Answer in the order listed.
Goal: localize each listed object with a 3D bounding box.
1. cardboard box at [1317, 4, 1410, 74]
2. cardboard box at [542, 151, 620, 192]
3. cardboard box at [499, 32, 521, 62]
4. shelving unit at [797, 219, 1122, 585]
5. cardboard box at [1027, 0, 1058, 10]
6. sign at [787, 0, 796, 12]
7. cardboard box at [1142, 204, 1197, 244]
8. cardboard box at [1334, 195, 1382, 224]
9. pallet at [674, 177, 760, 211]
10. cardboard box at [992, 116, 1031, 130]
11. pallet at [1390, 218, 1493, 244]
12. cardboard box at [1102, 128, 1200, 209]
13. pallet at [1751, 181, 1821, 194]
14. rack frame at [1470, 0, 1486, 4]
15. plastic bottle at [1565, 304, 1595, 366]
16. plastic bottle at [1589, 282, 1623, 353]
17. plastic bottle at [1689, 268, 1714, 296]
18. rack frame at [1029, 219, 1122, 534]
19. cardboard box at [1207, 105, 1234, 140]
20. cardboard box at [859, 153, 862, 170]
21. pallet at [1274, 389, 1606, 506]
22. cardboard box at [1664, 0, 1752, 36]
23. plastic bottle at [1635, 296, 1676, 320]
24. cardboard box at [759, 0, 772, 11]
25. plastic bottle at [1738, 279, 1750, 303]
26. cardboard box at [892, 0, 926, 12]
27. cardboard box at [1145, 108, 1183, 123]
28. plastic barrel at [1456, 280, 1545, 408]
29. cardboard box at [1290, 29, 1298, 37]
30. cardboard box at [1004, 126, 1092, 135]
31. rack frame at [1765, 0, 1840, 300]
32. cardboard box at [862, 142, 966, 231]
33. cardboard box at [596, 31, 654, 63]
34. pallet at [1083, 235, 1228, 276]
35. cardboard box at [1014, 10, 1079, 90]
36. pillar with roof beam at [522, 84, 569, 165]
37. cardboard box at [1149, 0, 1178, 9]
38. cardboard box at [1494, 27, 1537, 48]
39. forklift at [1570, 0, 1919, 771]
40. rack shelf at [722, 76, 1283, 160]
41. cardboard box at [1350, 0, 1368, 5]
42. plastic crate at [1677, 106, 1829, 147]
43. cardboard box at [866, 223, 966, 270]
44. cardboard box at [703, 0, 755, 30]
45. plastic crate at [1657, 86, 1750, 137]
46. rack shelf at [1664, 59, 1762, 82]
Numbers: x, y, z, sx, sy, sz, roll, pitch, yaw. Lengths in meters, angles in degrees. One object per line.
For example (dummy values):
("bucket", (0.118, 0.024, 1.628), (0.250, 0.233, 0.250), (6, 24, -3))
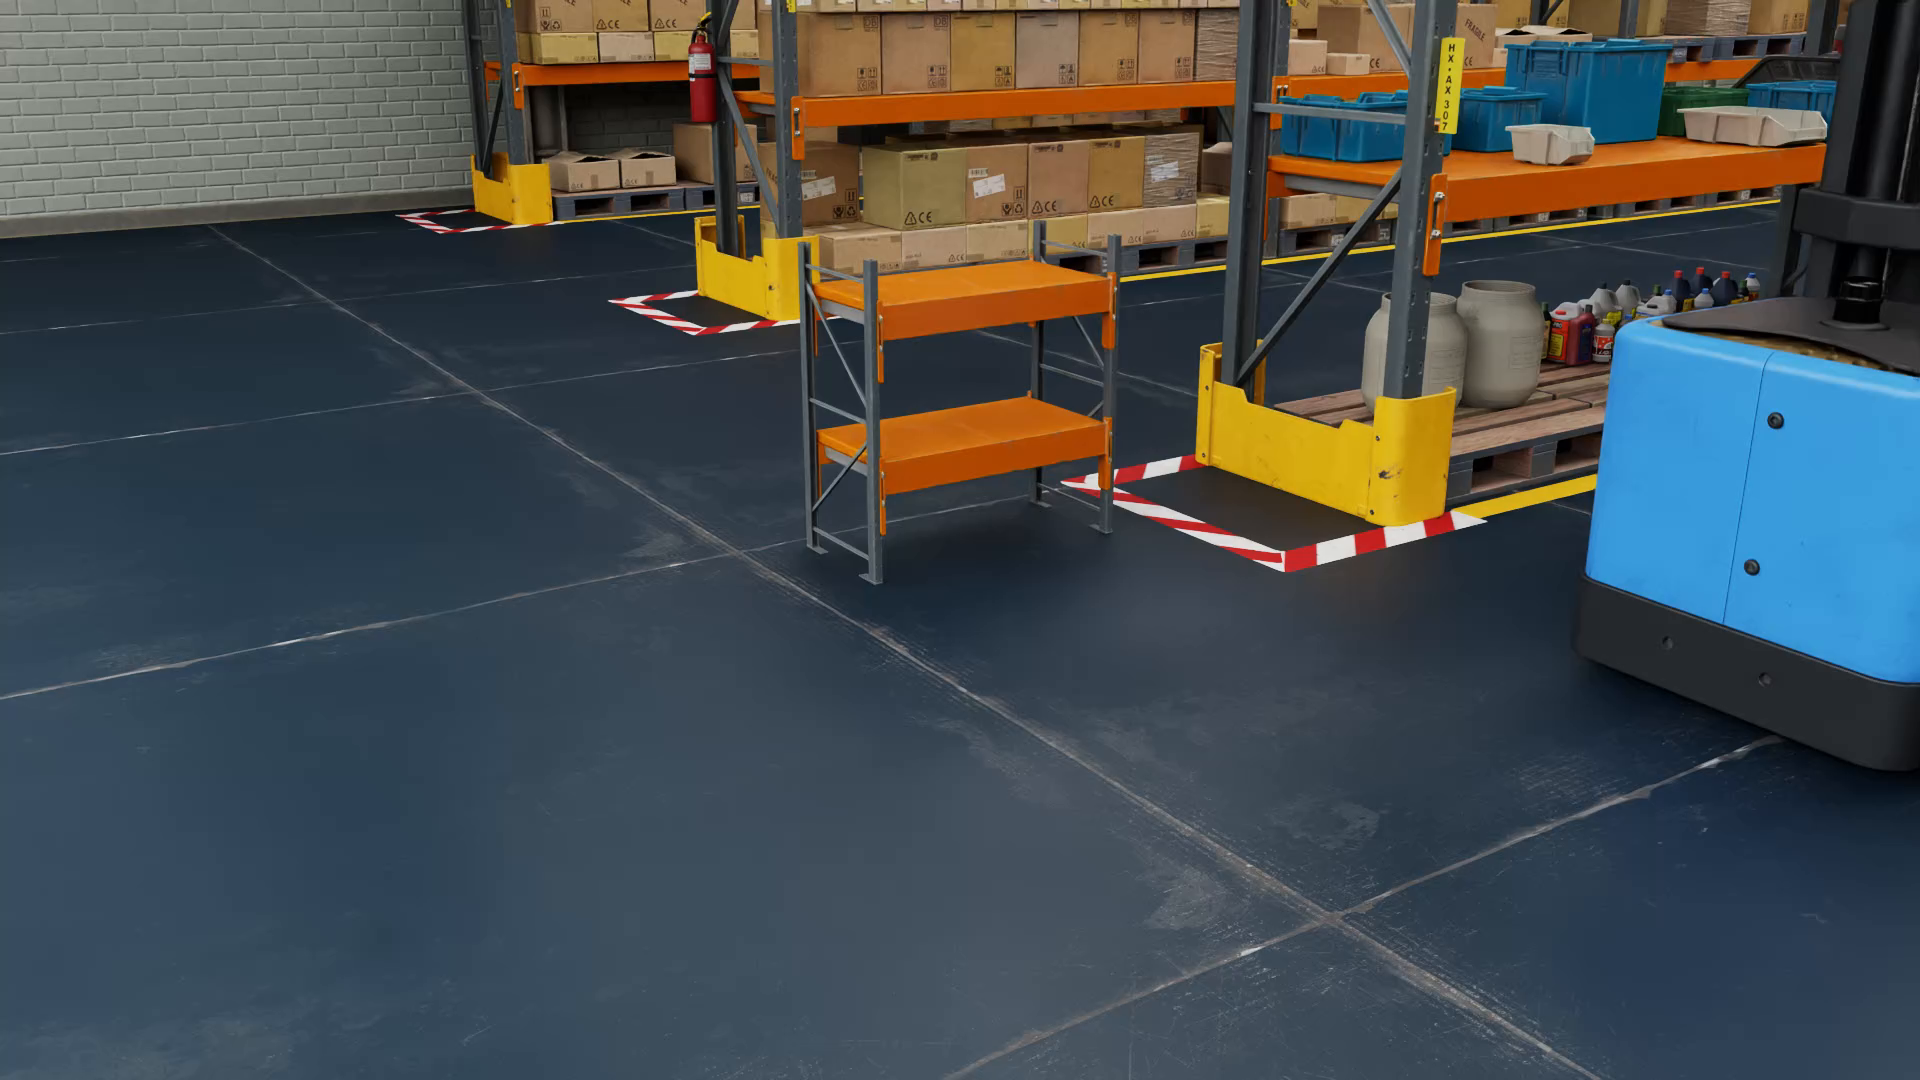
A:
("cardboard box", (3.142, -3.925, 13.016), (0.500, 0.500, 0.500), (-10, 21, -28))
("cardboard box", (-3.389, -3.306, 14.853), (0.500, 0.311, 0.500), (-15, 24, -37))
("cardboard box", (-3.733, -4.347, 14.621), (0.500, 0.250, 0.500), (-12, 22, -31))
("shelving unit", (0.006, -0.534, 6.068), (1.048, 1.125, 0.538), (-12, 22, -31))
("cardboard box", (0.442, -3.586, 11.000), (0.250, 0.149, 0.380), (-12, 22, -31))
("sign", (-0.989, -3.248, 9.692), (0.005, 0.325, 0.100), (-12, 22, -31))
("cardboard box", (1.362, -2.325, 12.076), (0.500, 0.250, 0.500), (-12, 22, -31))
("cardboard box", (2.953, -2.645, 13.023), (0.500, 0.250, 0.500), (-11, 22, -30))
("pallet", (-2.237, -3.314, 15.717), (1.213, 0.211, 1.003), (-12, 22, -31))
("cardboard box", (0.334, -4.241, 17.323), (0.500, 0.500, 0.700), (-12, 22, -32))
("pallet", (3.666, -2.690, 13.871), (1.213, 0.211, 1.003), (-12, 22, -31))
("cardboard box", (1.361, -2.681, 11.957), (0.500, 0.500, 0.500), (-12, 22, -31))
("pallet", (8.075, -3.589, 16.531), (1.213, 0.211, 1.003), (-12, 22, -31))
("rack frame", (6.006, -6.388, 20.456), (0.127, 3.000, 1.000), (-12, 22, -31))
("plastic bottle", (3.010, -0.995, 8.059), (0.133, 0.283, 0.061), (-12, 22, -31))
("plastic bottle", (3.203, -1.110, 8.294), (0.185, 0.351, 0.144), (-11, 22, -29))
("plastic bottle", (3.871, -1.251, 8.711), (0.185, 0.351, 0.144), (-11, 22, -30))
("rack frame", (0.430, -0.624, 6.333), (0.032, 1.125, 0.500), (-12, 22, -31))
("cardboard box", (3.351, -4.958, 18.928), (0.750, 0.750, 0.750), (-12, 22, -32))
("cardboard box", (-1.106, -3.743, 16.368), (0.250, 0.166, 0.380), (-16, 24, -38))
("pallet", (2.151, -0.471, 7.308), (1.213, 0.211, 1.003), (-12, 22, -31))
("cardboard box", (6.725, -4.856, 15.114), (0.500, 0.500, 0.700), (-8, 20, -21))
("plastic bottle", (3.460, -1.072, 8.299), (0.135, 0.276, 0.152), (-12, 22, -31))
("cardboard box", (-1.074, -3.423, 10.516), (0.250, 0.149, 0.380), (-12, 22, -32))
("plastic bottle", (4.070, -1.219, 8.720), (0.133, 0.283, 0.061), (-12, 22, -31))
("cardboard box", (-0.415, -3.407, 10.469), (0.250, 0.149, 0.380), (-12, 22, -31))
("cardboard box", (2.092, -4.567, 18.285), (0.500, 0.500, 0.700), (-12, 22, -31))
("plastic barrel", (2.359, -0.869, 7.361), (0.421, 0.512, 0.421), (0, 19, 0))
("cardboard box", (3.551, -5.636, 18.593), (0.250, 0.149, 0.380), (-11, 22, -30))
("cardboard box", (0.657, -2.732, 12.108), (0.500, 0.500, 0.500), (-12, 22, -31))
("rack frame", (4.773, -2.329, 8.449), (0.127, 3.000, 1.000), (-12, 22, -31))
("cardboard box", (-0.302, -2.325, 10.904), (0.500, 0.500, 0.500), (-12, 22, -31))
("cardboard box", (-3.008, -4.309, 14.509), (0.500, 0.250, 0.500), (-13, 22, -33))
("pallet", (1.365, -2.204, 12.435), (1.213, 0.211, 1.003), (-12, 22, -31))
("cardboard box", (0.400, -3.349, 11.312), (0.500, 0.500, 0.700), (-11, 22, -30))
("pillar with roof beam", (-1.540, -6.319, 10.886), (0.400, 9.000, 9.100), (-12, 22, -31))
("cardboard box", (1.299, -3.767, 11.536), (0.250, 0.149, 0.380), (-12, 22, -32))
("cardboard box", (4.539, -4.211, 14.156), (0.500, 0.311, 0.500), (-12, 22, -32))
("forklift", (3.377, -1.111, 4.956), (3.031, 2.935, 1.130), (-11, 22, -30))
("rack shelf", (0.382, -2.961, 11.443), (4.000, 0.370, 1.077), (-12, 22, -31))
("cardboard box", (4.500, -6.169, 19.156), (0.500, 0.500, 0.500), (-11, 22, -30))
("plastic crate", (3.556, -1.850, 7.445), (0.437, 0.136, 0.530), (-12, 22, -31))
("cardboard box", (-0.303, -1.970, 11.026), (0.500, 0.250, 0.500), (-12, 22, -31))
("cardboard box", (-2.175, -4.839, 14.907), (0.500, 0.500, 0.500), (-11, 22, -30))
("plastic crate", (3.484, -2.065, 7.999), (0.662, 0.188, 0.450), (-12, 22, -31))
("rack shelf", (7.063, -4.370, 15.611), (4.000, 0.370, 1.077), (-12, 22, -31))
